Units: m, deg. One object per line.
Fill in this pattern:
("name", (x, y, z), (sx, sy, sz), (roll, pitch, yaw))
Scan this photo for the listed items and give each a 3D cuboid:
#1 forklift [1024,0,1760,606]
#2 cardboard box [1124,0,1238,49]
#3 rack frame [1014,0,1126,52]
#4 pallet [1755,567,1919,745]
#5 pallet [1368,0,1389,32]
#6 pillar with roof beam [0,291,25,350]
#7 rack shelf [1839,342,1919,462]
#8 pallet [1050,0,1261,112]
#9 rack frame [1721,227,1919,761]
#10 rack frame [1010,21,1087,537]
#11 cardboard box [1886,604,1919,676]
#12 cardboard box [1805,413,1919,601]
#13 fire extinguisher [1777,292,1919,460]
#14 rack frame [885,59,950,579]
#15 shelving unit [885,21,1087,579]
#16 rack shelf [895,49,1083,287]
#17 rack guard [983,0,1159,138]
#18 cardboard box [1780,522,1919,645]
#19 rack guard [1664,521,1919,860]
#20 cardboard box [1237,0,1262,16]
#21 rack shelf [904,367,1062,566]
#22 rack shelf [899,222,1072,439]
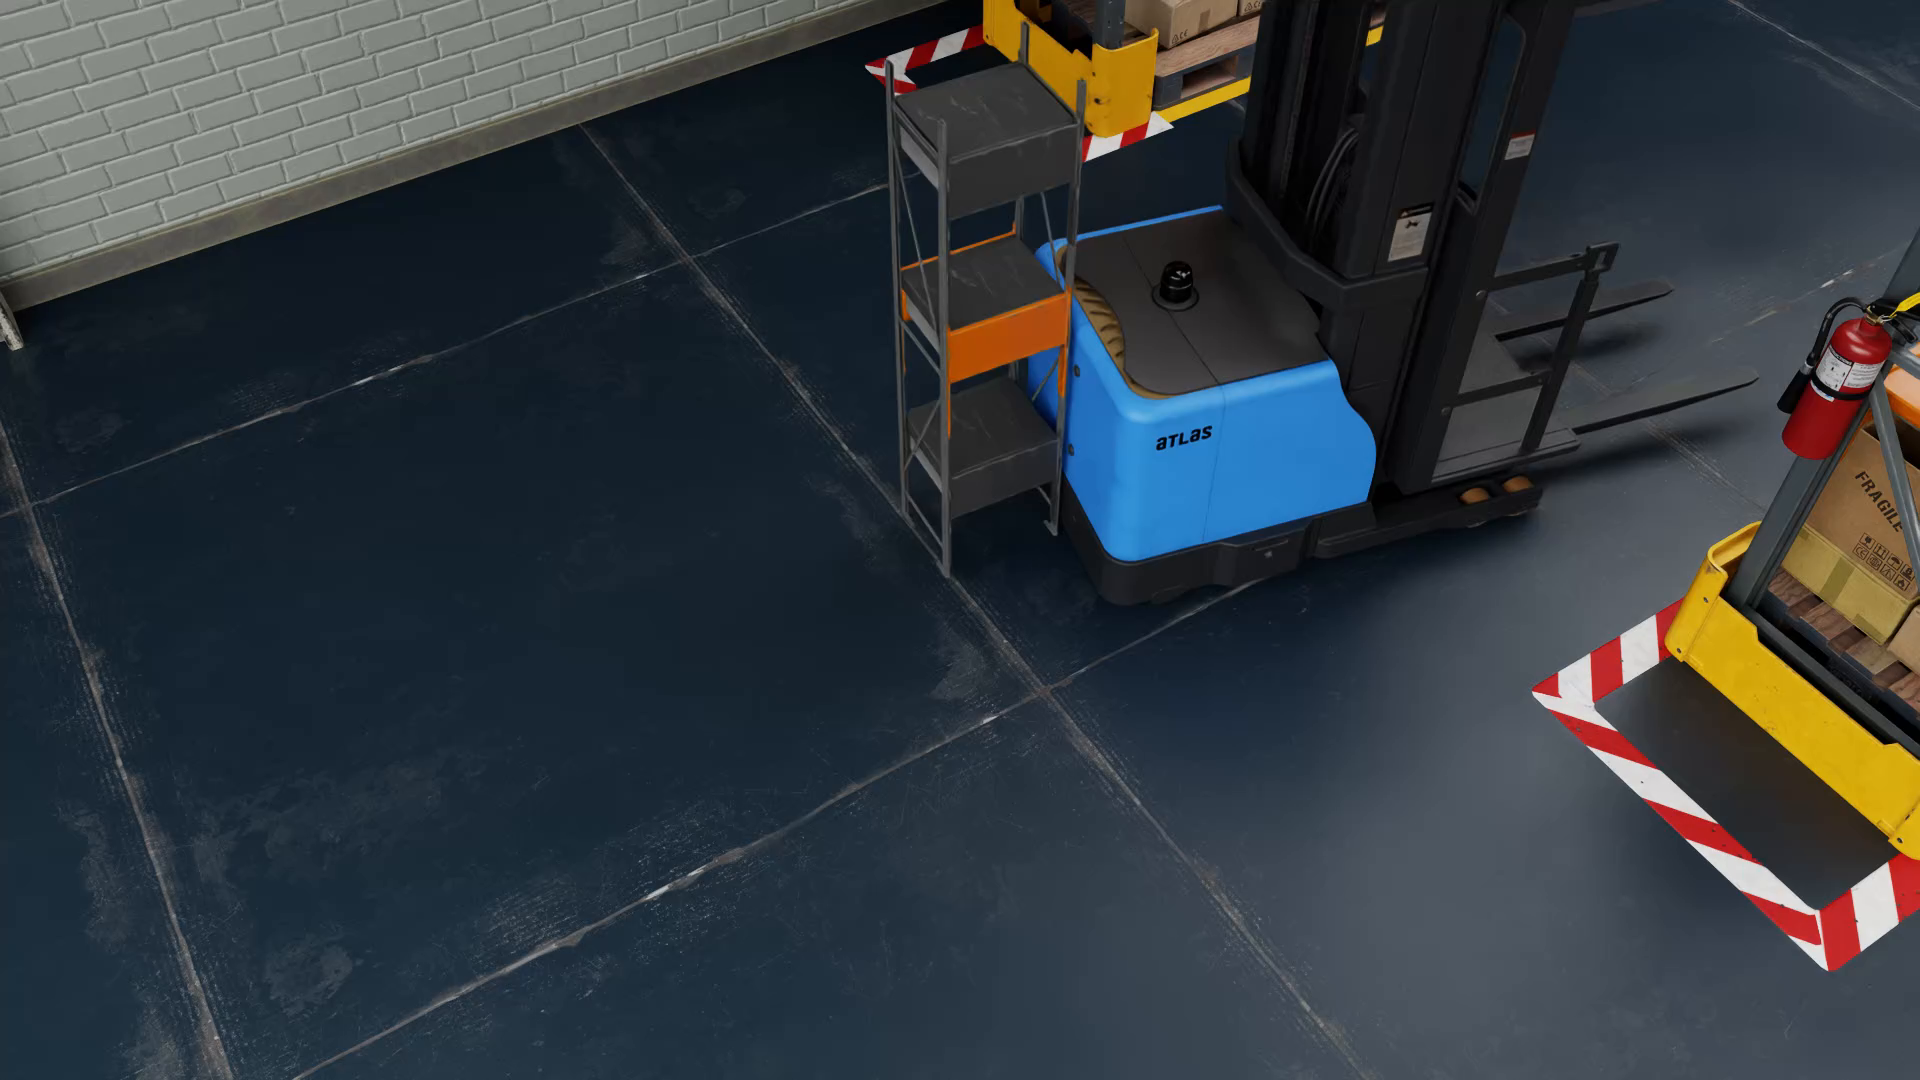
("forklift", (1.833, -1.387, 5.968), (3.031, 2.935, 1.130), (-14, 50, -12))
("cardboard box", (1.126, -2.922, 8.795), (0.500, 0.311, 0.500), (-31, 55, -25))
("rack frame", (0.493, -3.451, 7.760), (0.127, 3.000, 1.000), (-25, 53, -21))
("pallet", (3.764, 0.272, 6.312), (1.213, 0.211, 1.003), (-25, 53, -21))
("pallet", (2.294, -3.339, 9.527), (1.213, 0.211, 1.003), (-25, 53, -21))
("pillar with roof beam", (-2.154, -1.162, 1.704), (0.400, 9.000, 9.100), (-25, 53, -21))
("rack shelf", (4.831, -0.882, 5.954), (4.000, 0.370, 1.077), (-25, 53, -21))
("pallet", (1.263, -2.856, 9.097), (1.213, 0.211, 1.003), (-25, 53, -21))
("rack frame", (3.139, -0.324, 4.975), (0.127, 3.000, 1.000), (-25, 53, -21))
("rack frame", (0.295, -0.847, 6.044), (0.015, 2.100, 0.400), (-21, 52, -18))
("cardboard box", (3.712, 0.377, 5.911), (0.500, 0.250, 0.500), (-25, 53, -21))
("cardboard box", (3.434, -0.200, 5.923), (0.500, 0.500, 0.500), (-25, 53, -21))
("fire extinguisher", (2.791, -0.545, 5.224), (0.183, 0.674, 0.296), (-25, 53, -21))
("rack frame", (-0.138, -0.680, 5.895), (0.015, 2.100, 0.400), (-21, 52, -18))
("shelving unit", (0.078, -0.763, 5.969), (0.503, 2.100, 0.431), (-21, 52, -18))
("rack shelf", (0.078, -1.220, 5.456), (0.480, 0.518, 0.431), (-21, 52, -18))
("rack guard", (0.557, -2.650, 8.721), (0.348, 0.500, 1.175), (-25, 53, -21))
("cardboard box", (3.435, 0.050, 6.202), (0.500, 0.250, 0.500), (-25, 53, -21))
("rack guard", (3.119, 0.517, 5.900), (0.348, 0.500, 1.175), (-25, 53, -21))
("cardboard box", (1.608, -3.150, 8.997), (0.500, 0.311, 0.500), (-21, 52, -18))
("rack shelf", (0.078, -0.289, 6.502), (0.480, 0.518, 0.431), (-21, 52, -18))
("rack shelf", (0.078, -0.754, 5.979), (0.480, 0.518, 0.431), (-21, 52, -18))
